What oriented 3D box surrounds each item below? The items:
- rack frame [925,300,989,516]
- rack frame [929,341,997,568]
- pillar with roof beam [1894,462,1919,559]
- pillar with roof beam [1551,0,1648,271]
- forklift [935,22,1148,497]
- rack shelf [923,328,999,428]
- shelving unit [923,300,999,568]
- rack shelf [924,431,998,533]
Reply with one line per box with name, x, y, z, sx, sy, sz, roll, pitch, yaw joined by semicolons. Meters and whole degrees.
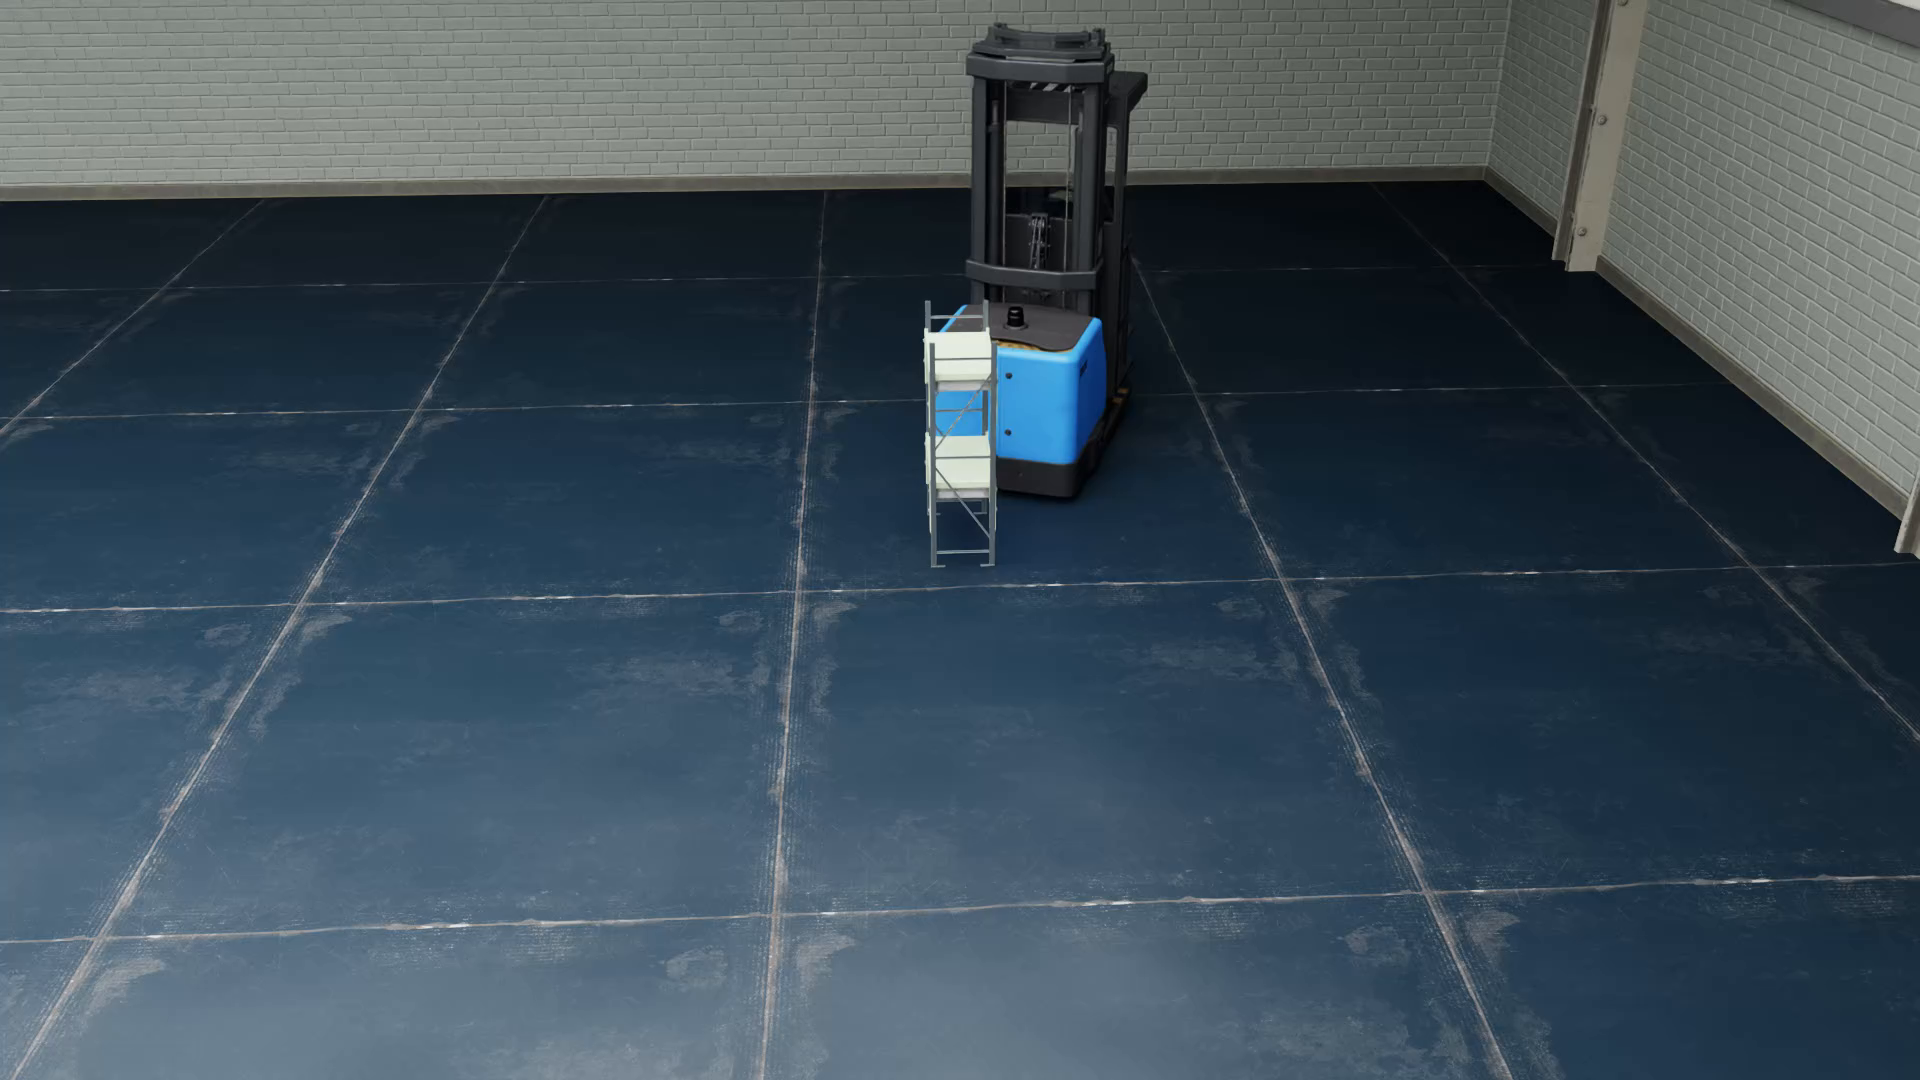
rack frame;-0.019;-0.837;10.795;0.400;1.500;0.023;-1;28;-3
rack frame;0.019;-0.499;10.147;0.400;1.500;0.023;-1;28;-3
pillar with roof beam;1.873;-3.742;8.255;9.100;9.000;0.400;-1;28;-3
pillar with roof beam;1.559;-6.513;13.568;9.100;9.000;0.400;-1;28;-3
forklift;0.685;-2.253;11.963;1.130;2.935;3.031;8;29;14
rack shelf;0.000;-1.014;10.291;0.431;0.370;0.720;-1;28;-3
shelving unit;0.000;-0.668;10.471;0.431;1.500;0.755;-1;28;-3
rack shelf;0.000;-0.379;10.622;0.431;0.370;0.720;-1;28;-3
